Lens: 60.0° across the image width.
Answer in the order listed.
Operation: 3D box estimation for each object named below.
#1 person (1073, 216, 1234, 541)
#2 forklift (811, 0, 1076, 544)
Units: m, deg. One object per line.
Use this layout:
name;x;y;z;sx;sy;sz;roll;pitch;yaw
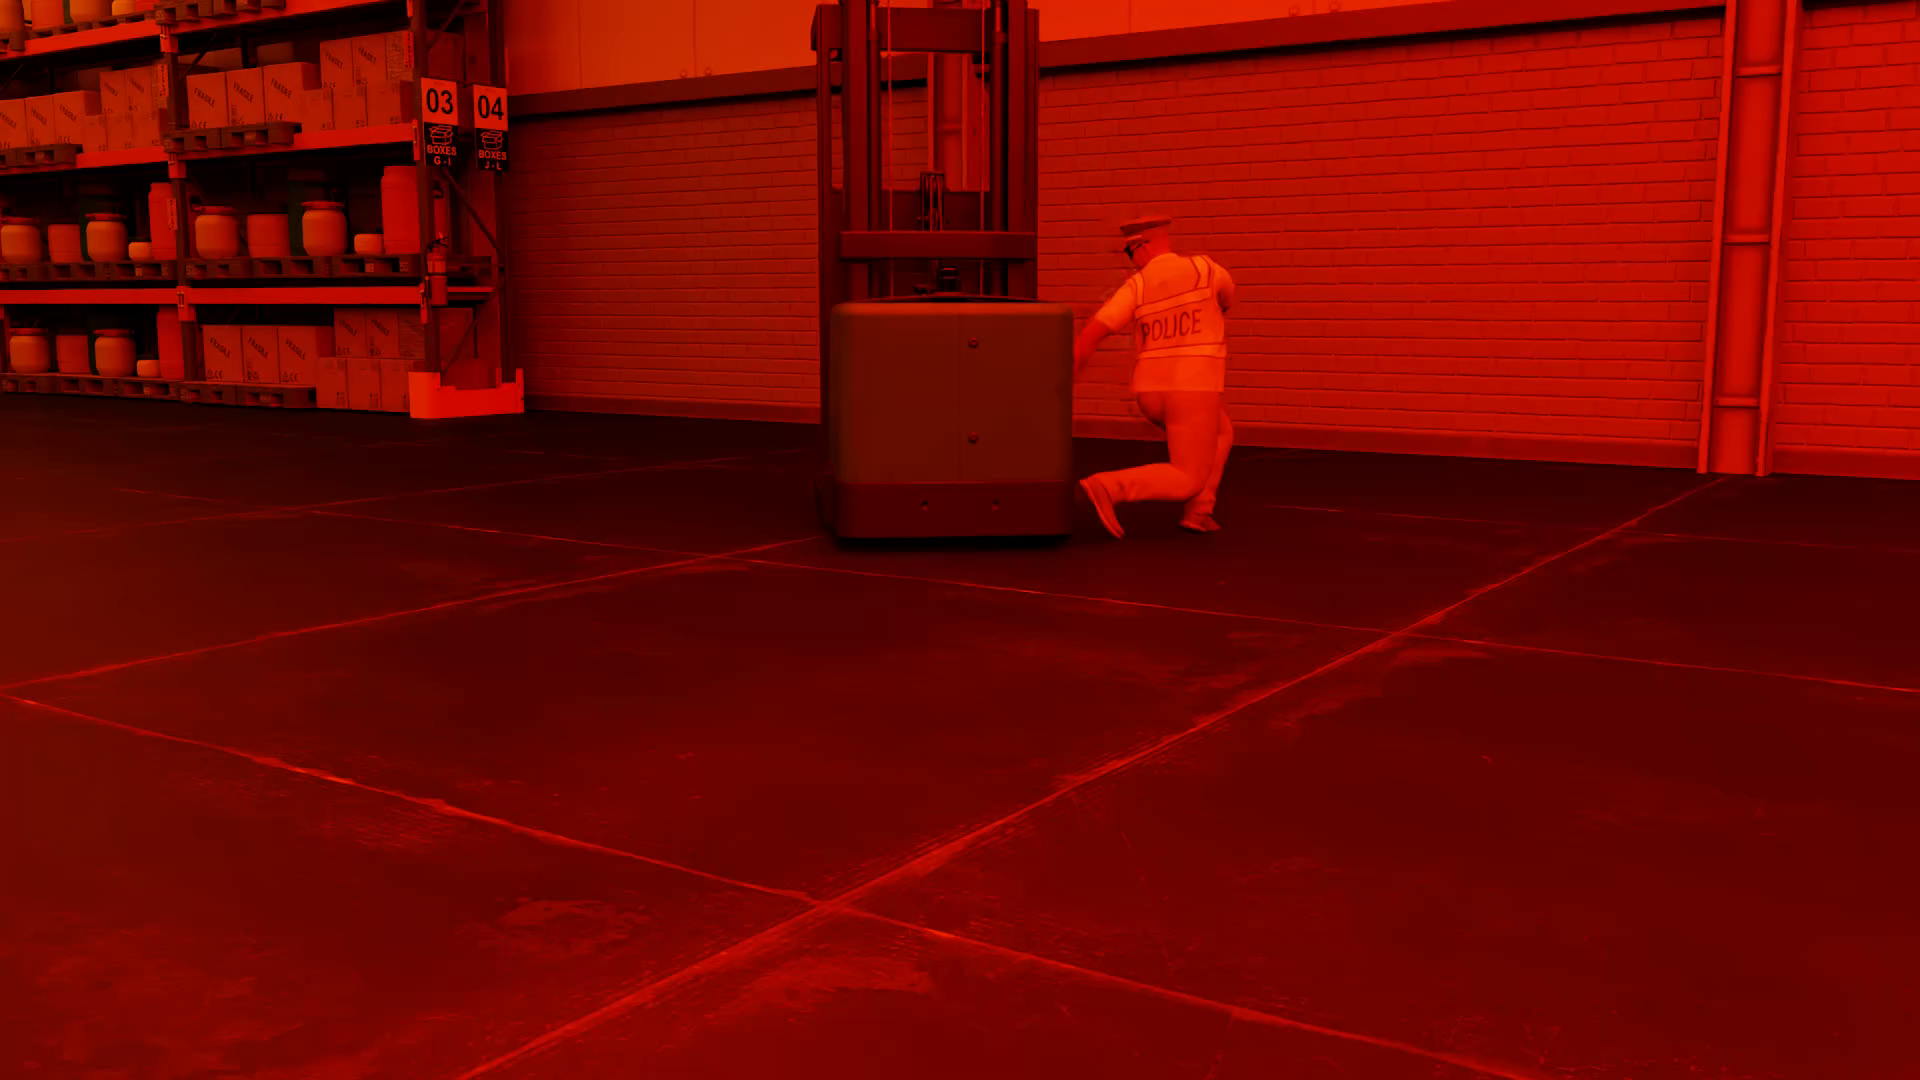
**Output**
person;0.893;-0.738;7.731;0.927;1.521;0.682;-8;11;-44
forklift;-0.189;-1.606;8.486;1.130;2.935;3.031;-1;8;-7
